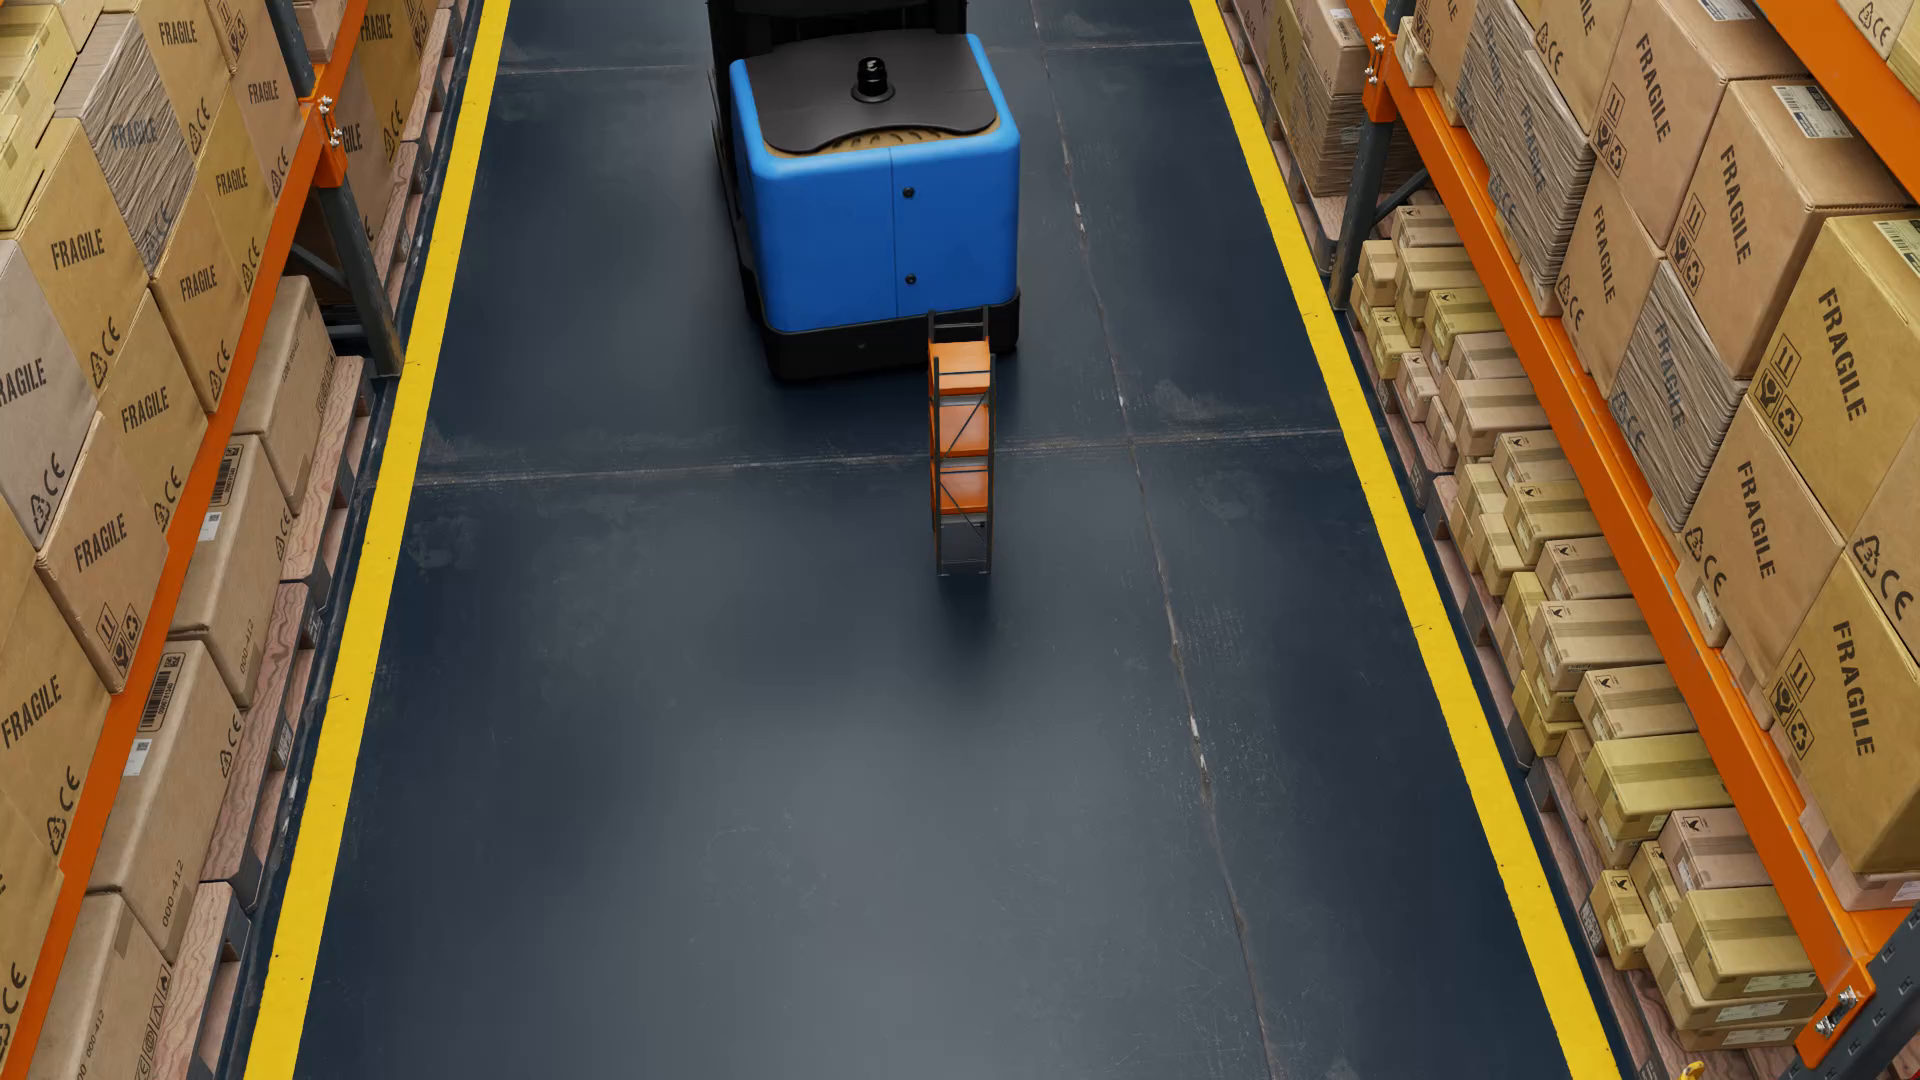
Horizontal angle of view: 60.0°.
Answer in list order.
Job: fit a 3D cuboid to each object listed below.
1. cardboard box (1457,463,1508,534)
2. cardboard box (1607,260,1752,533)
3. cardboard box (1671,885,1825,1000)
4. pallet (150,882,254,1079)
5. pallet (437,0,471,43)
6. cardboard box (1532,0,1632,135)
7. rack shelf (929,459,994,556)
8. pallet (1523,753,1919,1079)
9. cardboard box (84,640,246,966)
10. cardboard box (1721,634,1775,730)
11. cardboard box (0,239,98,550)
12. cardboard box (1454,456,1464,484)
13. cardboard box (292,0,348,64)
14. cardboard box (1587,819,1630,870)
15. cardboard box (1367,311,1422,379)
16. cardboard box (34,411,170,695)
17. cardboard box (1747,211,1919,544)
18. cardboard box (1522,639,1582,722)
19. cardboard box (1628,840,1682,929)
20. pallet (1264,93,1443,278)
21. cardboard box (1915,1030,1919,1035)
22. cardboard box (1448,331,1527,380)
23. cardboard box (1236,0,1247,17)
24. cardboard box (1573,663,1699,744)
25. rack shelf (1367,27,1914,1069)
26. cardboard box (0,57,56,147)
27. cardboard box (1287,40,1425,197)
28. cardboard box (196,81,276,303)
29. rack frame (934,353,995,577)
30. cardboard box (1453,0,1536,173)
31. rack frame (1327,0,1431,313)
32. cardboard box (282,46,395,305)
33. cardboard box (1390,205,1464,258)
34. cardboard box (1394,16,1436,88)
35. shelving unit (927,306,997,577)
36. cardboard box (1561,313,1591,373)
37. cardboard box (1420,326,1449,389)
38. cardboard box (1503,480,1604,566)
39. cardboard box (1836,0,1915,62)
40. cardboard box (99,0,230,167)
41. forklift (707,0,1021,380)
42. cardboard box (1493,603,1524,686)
[{"bbox_3d":[1.963,-0.139,5.785,0.380,0.149,0.250,-4,47,-4],"label":"cardboard box"},{"bbox_3d":[2.058,-0.380,4.270,0.500,0.500,0.500,-3,47,-3],"label":"cardboard box"},{"bbox_3d":[2.145,1.069,4.436,0.380,0.149,0.250,-3,47,-3],"label":"cardboard box"},{"bbox_3d":[-2.627,1.565,4.623,1.003,0.211,1.213,-3,47,-3],"label":"pallet"},{"bbox_3d":[-3.161,-3.075,9.017,1.003,0.211,1.213,-3,47,-3],"label":"pallet"},{"bbox_3d":[1.972,-1.487,4.630,0.500,0.500,0.500,-3,47,-3],"label":"cardboard box"},{"bbox_3d":[0.004,-0.124,6.042,0.215,0.259,0.240,-3,47,-3],"label":"rack shelf"},{"bbox_3d":[2.403,1.119,5.044,1.003,0.211,1.213,-3,47,-3],"label":"pallet"},{"bbox_3d":[-2.722,0.783,4.918,0.875,0.438,0.875,-2,47,-2],"label":"cardboard box"},{"bbox_3d":[2.114,0.310,4.063,0.380,0.149,0.250,-4,47,-4],"label":"cardboard box"},{"bbox_3d":[-2.340,-0.309,3.719,0.500,0.500,0.500,-4,47,-4],"label":"cardboard box"},{"bbox_3d":[2.041,-0.227,6.074,0.380,0.149,0.250,-5,47,-5],"label":"cardboard box"},{"bbox_3d":[-2.591,-1.997,6.179,0.500,0.250,0.500,-4,47,-4],"label":"cardboard box"},{"bbox_3d":[2.131,0.897,5.009,0.380,0.149,0.250,-4,47,-3],"label":"cardboard box"},{"bbox_3d":[1.840,-0.777,6.594,0.380,0.149,0.250,-2,47,-2],"label":"cardboard box"},{"bbox_3d":[-2.331,0.047,4.071,0.500,0.500,0.500,-4,47,-4],"label":"cardboard box"},{"bbox_3d":[2.113,-0.358,3.560,0.500,0.500,0.500,-5,47,-5],"label":"cardboard box"},{"bbox_3d":[2.012,0.425,5.251,0.380,0.149,0.250,-3,47,-3],"label":"cardboard box"},{"bbox_3d":[2.145,0.982,4.723,0.380,0.149,0.250,-4,47,-4],"label":"cardboard box"},{"bbox_3d":[2.041,-1.693,7.708,1.003,0.211,1.213,-3,47,-3],"label":"pallet"},{"bbox_3d":[2.717,1.243,4.681,0.380,0.149,0.250,-3,47,-2],"label":"cardboard box"},{"bbox_3d":[2.008,-0.625,6.041,0.380,0.149,0.250,-5,47,-4],"label":"cardboard box"},{"bbox_3d":[1.671,-3.006,8.463,0.500,0.500,0.500,-5,47,-4],"label":"cardboard box"},{"bbox_3d":[2.075,0.513,4.963,0.380,0.149,0.250,-5,47,-5],"label":"cardboard box"},{"bbox_3d":[2.275,-0.394,5.053,1.077,0.370,4.000,-3,47,-3],"label":"rack shelf"},{"bbox_3d":[-2.395,-1.007,3.933,0.380,0.149,0.250,-3,47,-3],"label":"cardboard box"},{"bbox_3d":[1.794,-1.894,7.410,0.500,0.500,0.500,-4,47,-4],"label":"cardboard box"},{"bbox_3d":[-2.475,-1.057,5.116,0.500,0.500,0.500,-5,47,-4],"label":"cardboard box"},{"bbox_3d":[0.015,-0.234,5.749,0.200,1.050,0.008,-3,47,-3],"label":"rack frame"},{"bbox_3d":[1.946,-1.494,5.325,0.500,0.500,0.500,-3,47,-3],"label":"cardboard box"},{"bbox_3d":[2.107,-2.089,6.162,1.000,3.000,0.127,-3,47,-3],"label":"rack frame"},{"bbox_3d":[-2.949,-1.572,6.847,0.875,0.875,0.875,-2,47,-2],"label":"cardboard box"},{"bbox_3d":[1.930,-1.195,6.581,0.380,0.149,0.250,-2,47,-2],"label":"cardboard box"},{"bbox_3d":[1.805,-1.777,6.040,0.380,0.149,0.250,-2,47,-2],"label":"cardboard box"},{"bbox_3d":[0.004,-0.322,5.832,0.215,1.050,0.252,-3,47,-3],"label":"shelving unit"},{"bbox_3d":[2.032,-0.636,4.960,0.380,0.149,0.250,-2,47,-2],"label":"cardboard box"},{"bbox_3d":[1.986,-0.722,6.337,0.380,0.149,0.250,-4,47,-4],"label":"cardboard box"},{"bbox_3d":[2.035,-0.063,5.508,0.380,0.149,0.250,-3,47,-3],"label":"cardboard box"},{"bbox_3d":[2.062,-1.216,3.373,0.500,0.250,0.500,-2,47,-2],"label":"cardboard box"},{"bbox_3d":[-2.468,-1.401,4.753,0.500,0.500,0.500,-4,47,-4],"label":"cardboard box"},{"bbox_3d":[-0.568,-2.750,6.835,1.130,2.935,3.031,-9,47,-8],"label":"forklift"},{"bbox_3d":[2.011,0.339,5.537,0.380,0.149,0.250,-3,47,-3],"label":"cardboard box"}]
